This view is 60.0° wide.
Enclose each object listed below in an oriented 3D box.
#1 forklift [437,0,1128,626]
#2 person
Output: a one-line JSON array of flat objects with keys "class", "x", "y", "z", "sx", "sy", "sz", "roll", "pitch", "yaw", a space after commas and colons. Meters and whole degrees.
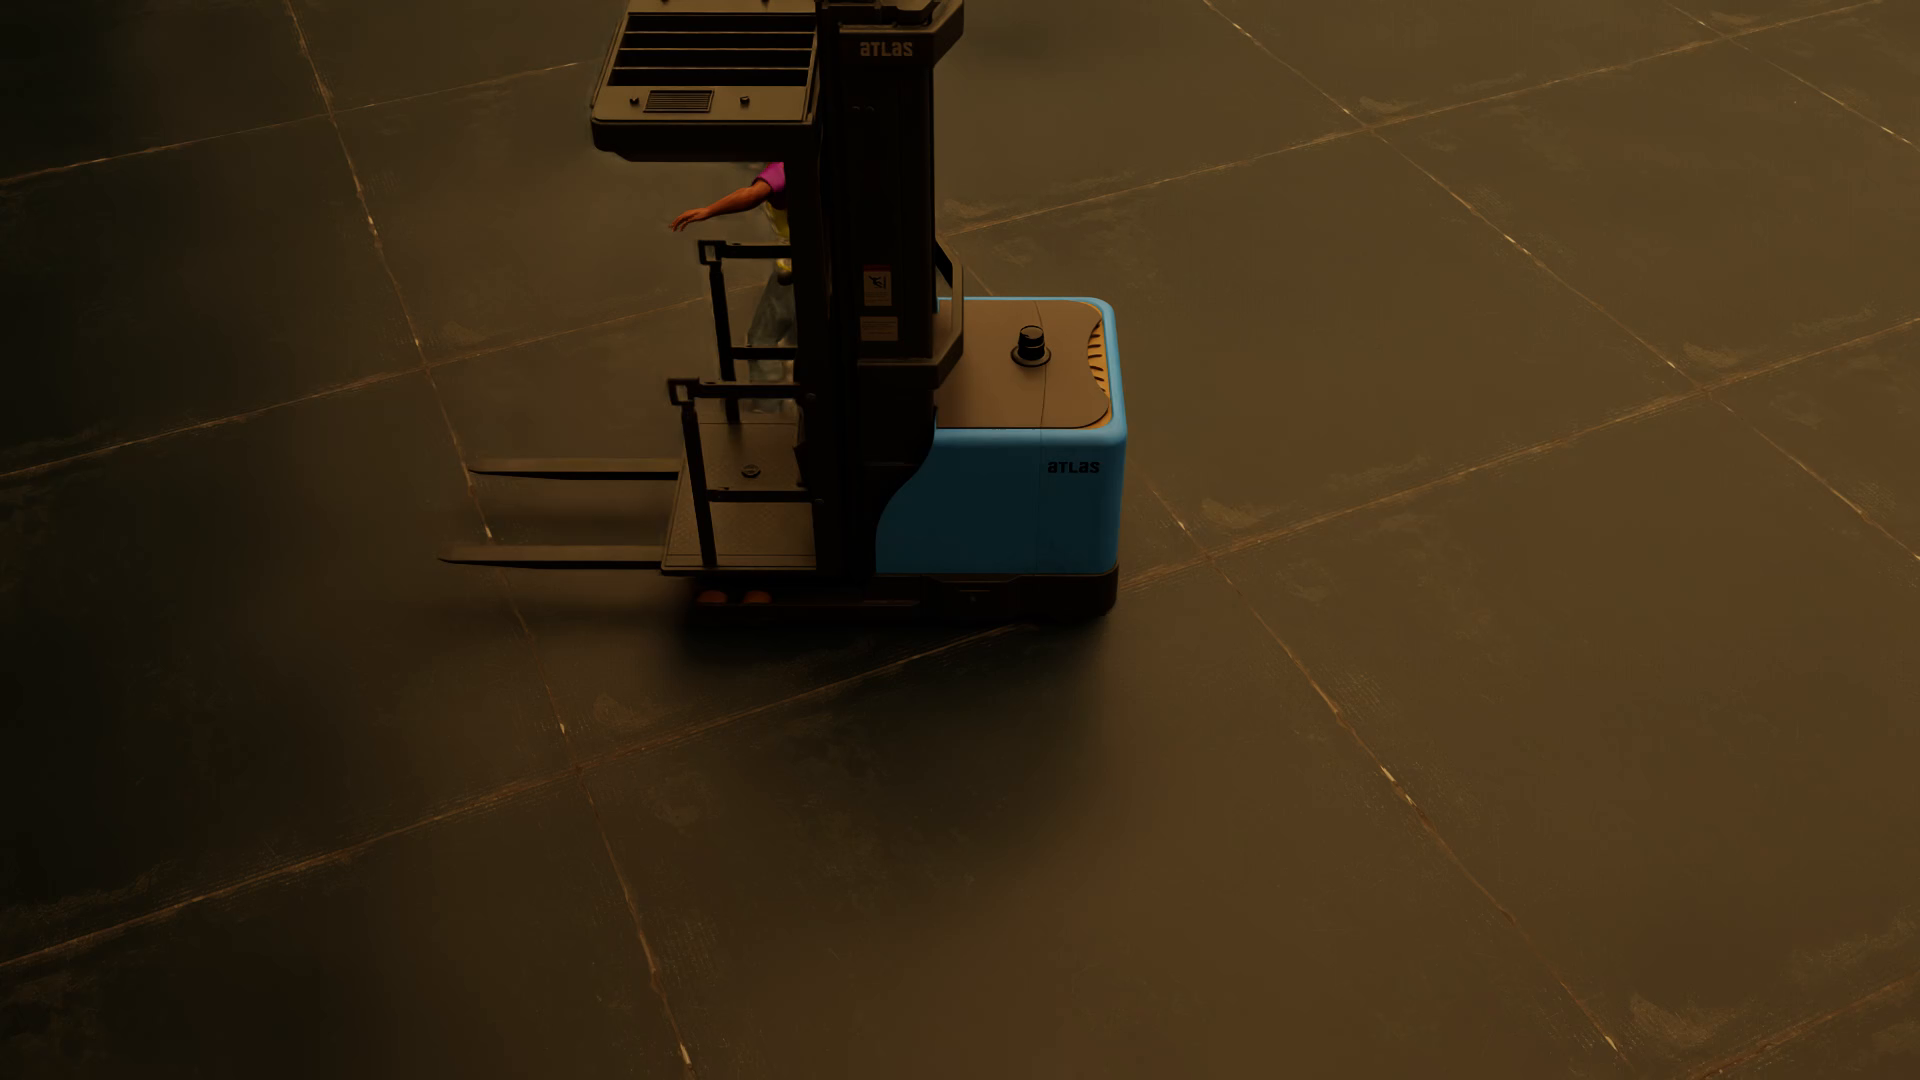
[{"class": "forklift", "x": -0.816, "y": -1.049, "z": 6.804, "sx": 3.031, "sy": 2.935, "sz": 1.130, "roll": 0, "pitch": 43, "yaw": 0}, {"class": "person", "x": -0.947, "y": -1.448, "z": 8.356, "sx": 0.830, "sy": 1.422, "sz": 1.335, "roll": 24, "pitch": 48, "yaw": 23}]
